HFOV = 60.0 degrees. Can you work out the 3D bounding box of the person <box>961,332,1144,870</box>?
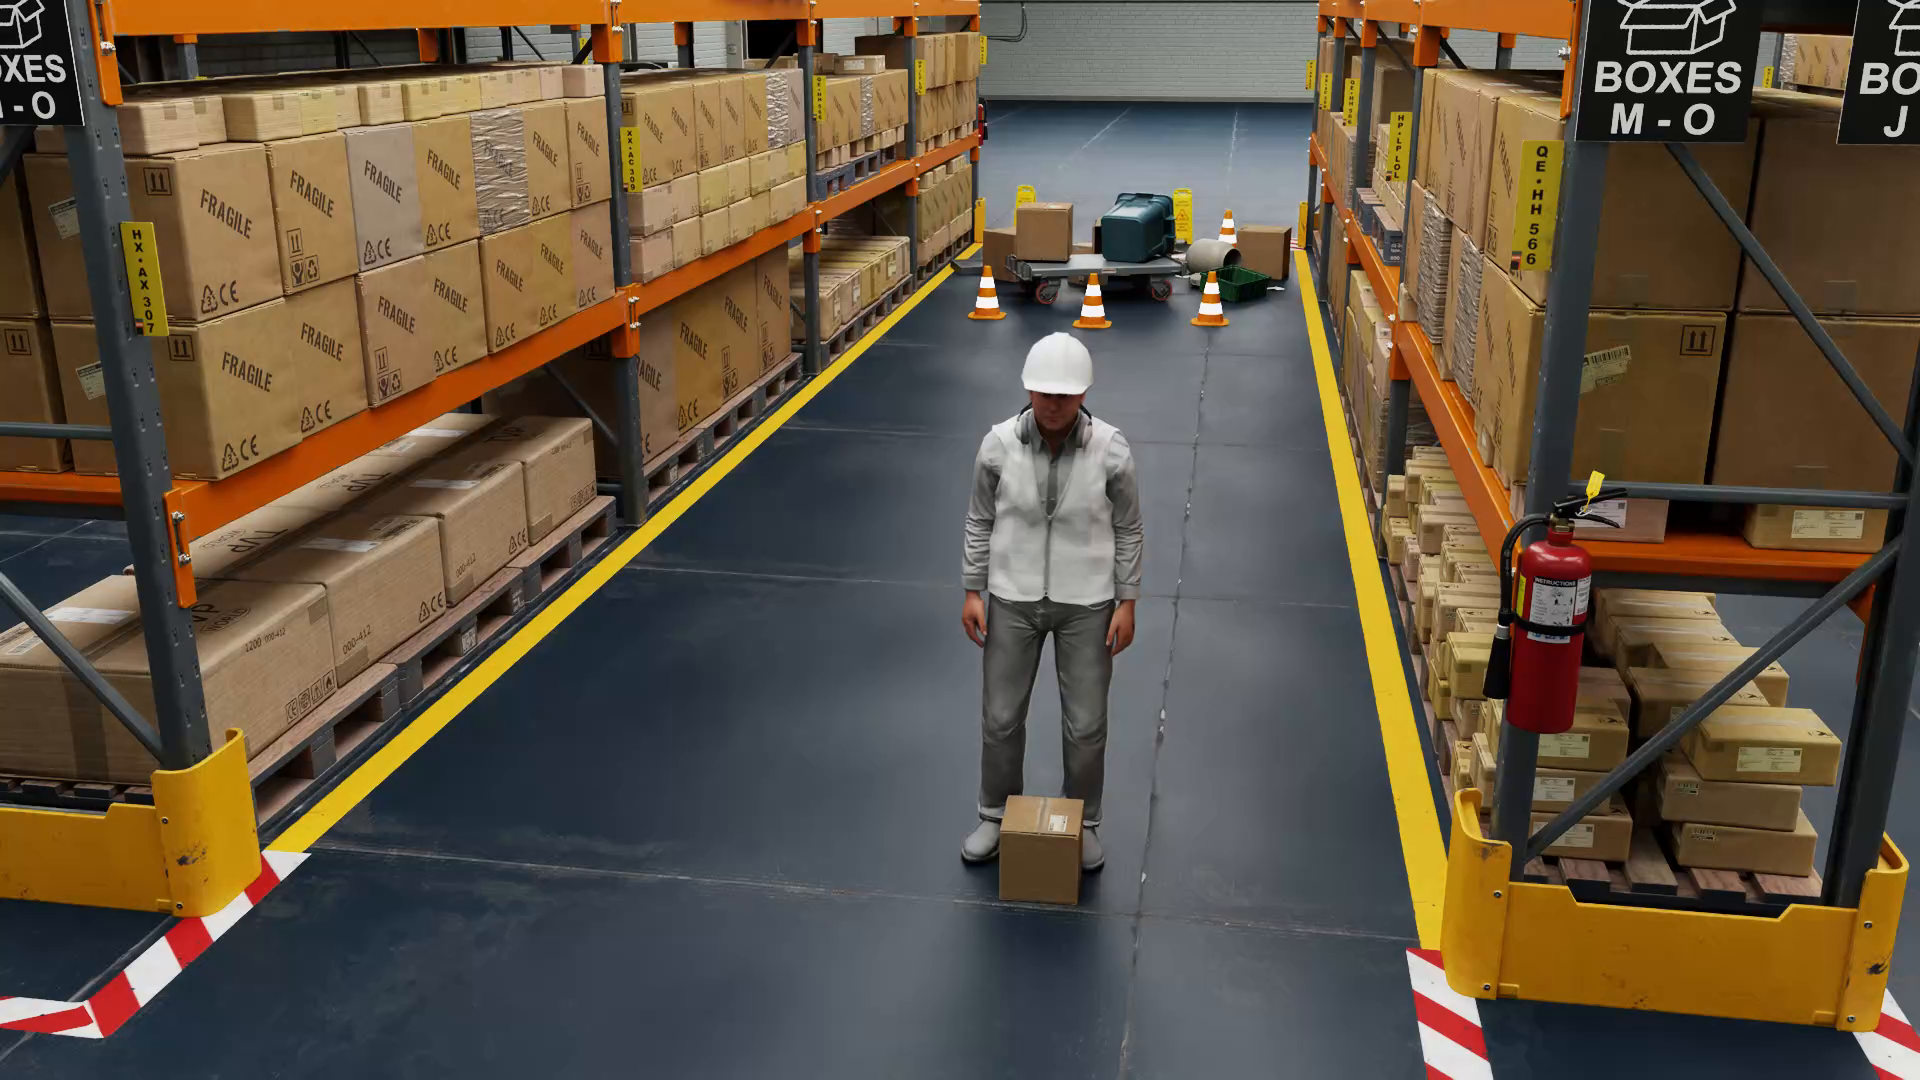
[{"bbox_3d":[0.294,0.197,5.392,0.581,1.772,0.460,3,18,9],"label":"person"}]
